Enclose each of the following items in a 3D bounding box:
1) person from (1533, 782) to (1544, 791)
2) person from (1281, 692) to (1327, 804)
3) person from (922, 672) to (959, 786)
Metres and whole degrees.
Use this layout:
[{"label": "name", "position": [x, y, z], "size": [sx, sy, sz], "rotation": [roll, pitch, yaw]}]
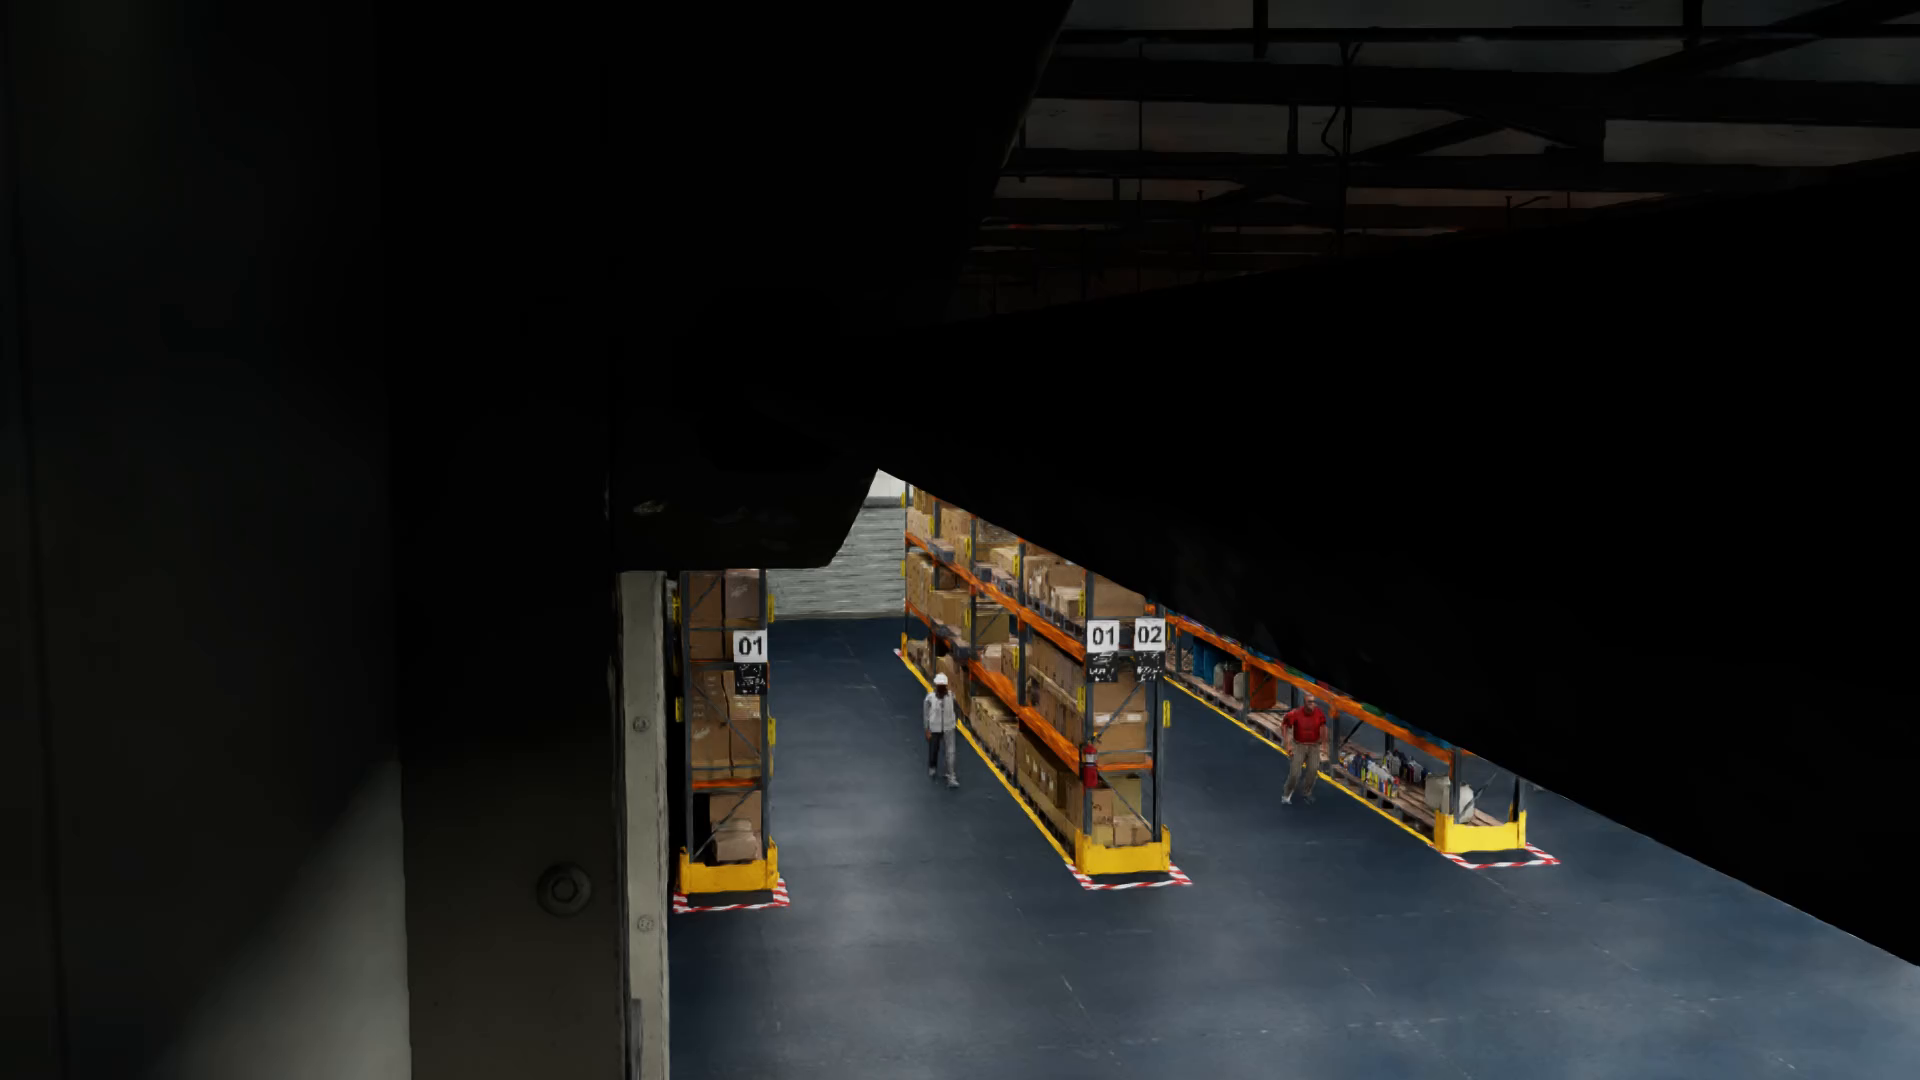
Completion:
[{"label": "person", "position": [8.979, 2.972, 24.694], "size": [0.656, 1.597, 0.818], "rotation": [-3, 7, -26]}, {"label": "person", "position": [4.984, 3.005, 24.104], "size": [0.682, 1.676, 0.535], "rotation": [-1, 6, -12]}, {"label": "person", "position": [-0.301, 2.850, 25.341], "size": [0.543, 1.700, 1.115], "rotation": [-1, 6, -8]}]
